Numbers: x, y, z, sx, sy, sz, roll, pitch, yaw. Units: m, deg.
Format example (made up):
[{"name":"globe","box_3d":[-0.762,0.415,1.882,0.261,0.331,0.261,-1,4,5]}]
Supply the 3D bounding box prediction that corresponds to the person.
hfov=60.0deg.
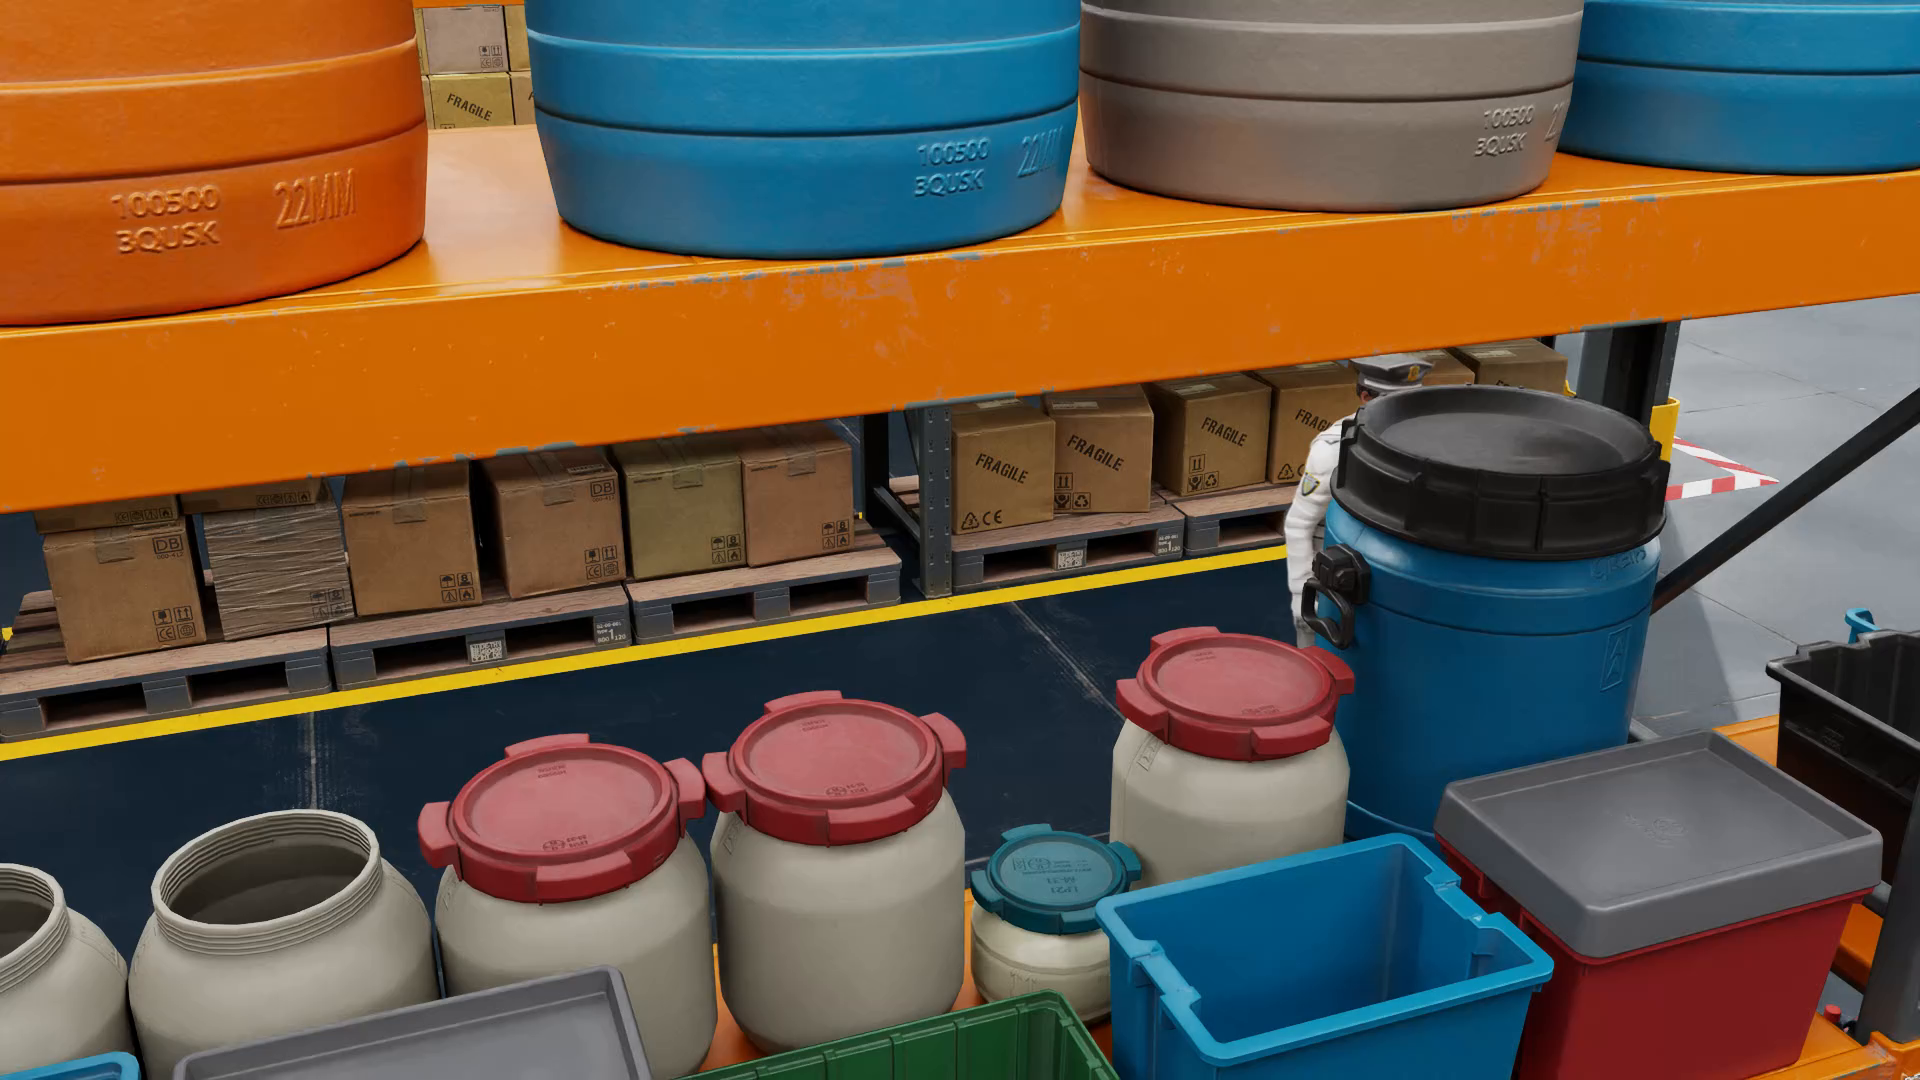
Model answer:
[{"name":"person","box_3d":[1.365,0.153,5.724,0.538,1.663,0.405,-9,24,-20]}]
